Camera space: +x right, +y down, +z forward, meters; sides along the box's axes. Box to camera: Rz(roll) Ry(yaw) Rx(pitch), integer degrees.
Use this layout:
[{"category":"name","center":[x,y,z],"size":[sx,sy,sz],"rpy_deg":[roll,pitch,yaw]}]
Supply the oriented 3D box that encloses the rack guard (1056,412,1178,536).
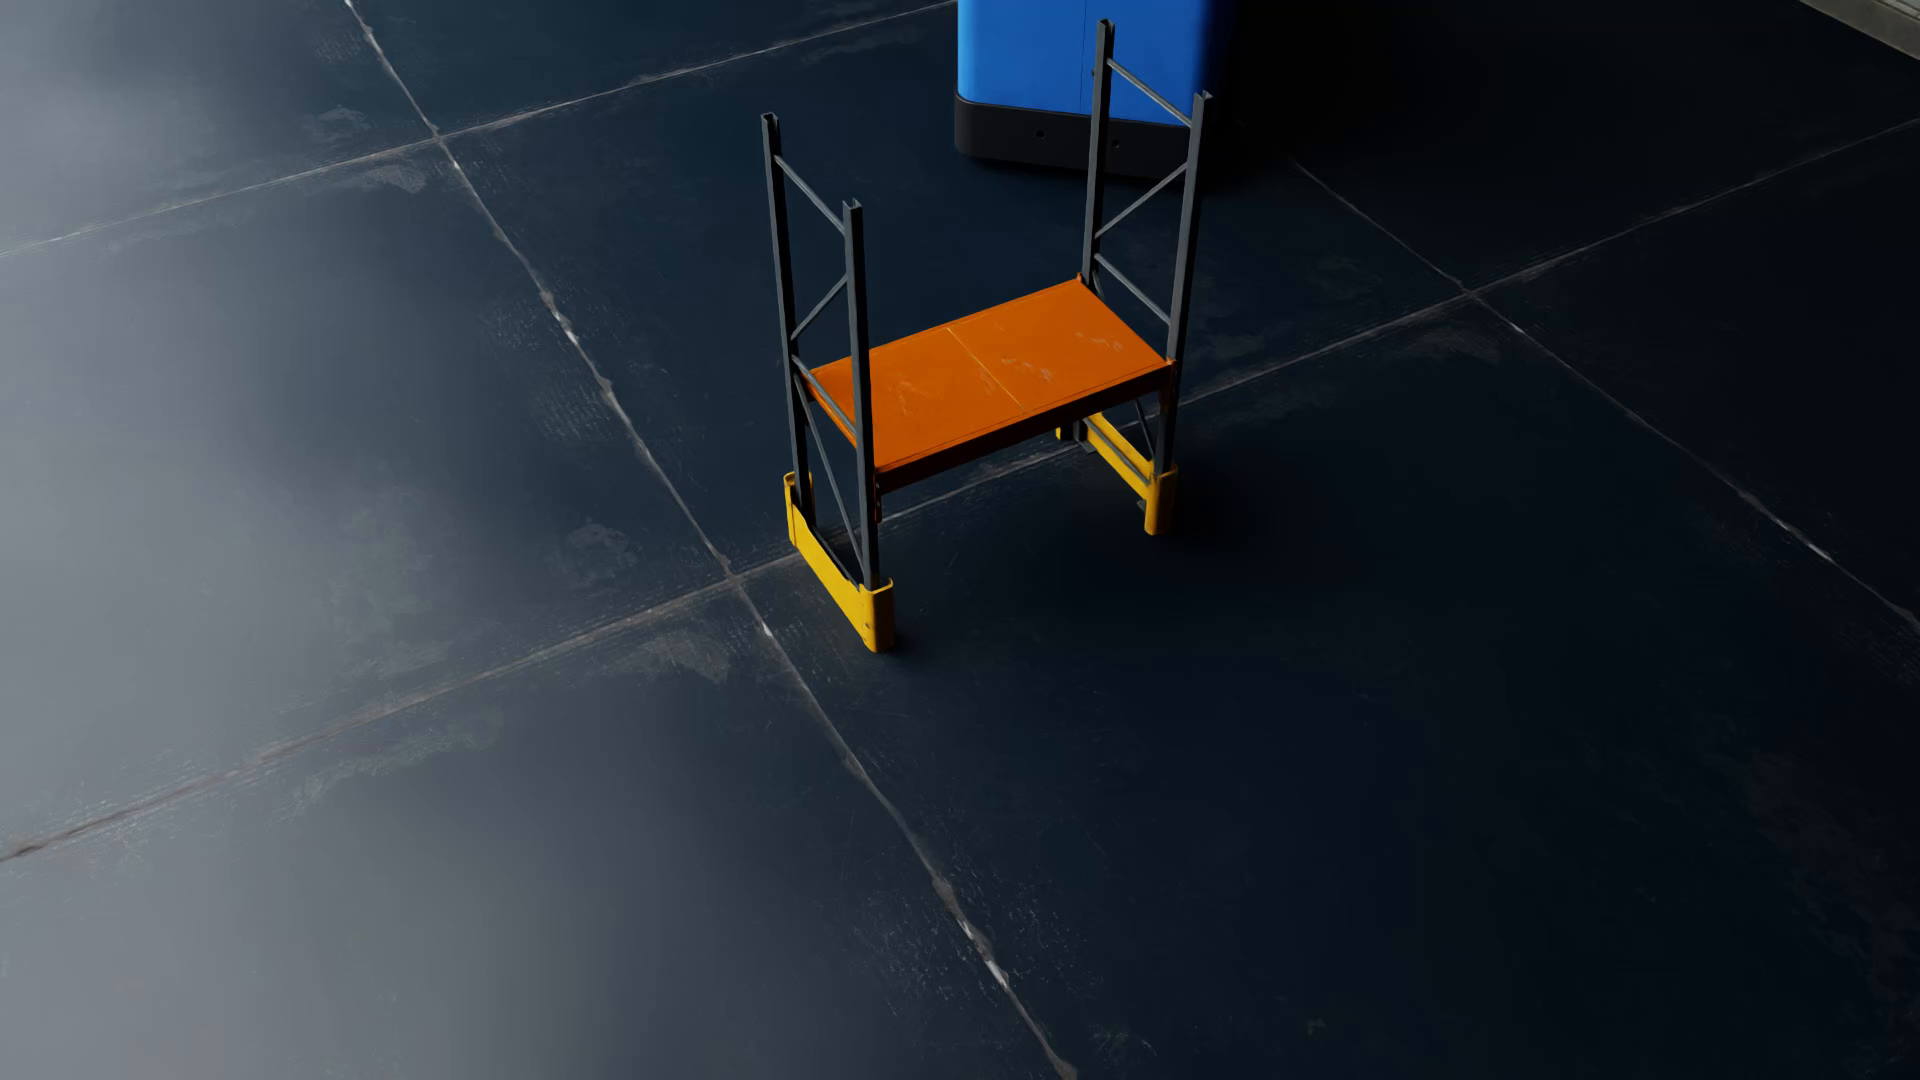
[{"category":"rack guard","center":[0.498,-0.289,5.368],"size":[0.087,0.250,0.587],"rpy_deg":[-22,48,-21]}]

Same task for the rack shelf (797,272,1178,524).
[{"category":"rack shelf","center":[0.074,-0.439,4.883],"size":[1.000,0.185,0.538],"rpy_deg":[-22,48,-21]}]

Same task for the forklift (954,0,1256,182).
[{"category":"forklift","center":[0.803,-3.518,6.770],"size":[1.130,2.935,3.031],"rpy_deg":[9,45,9]}]

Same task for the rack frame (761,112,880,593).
[{"category":"rack frame","center":[-0.367,-0.391,4.576],"size":[0.032,1.500,0.500],"rpy_deg":[-22,48,-21]}]

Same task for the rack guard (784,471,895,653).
[{"category":"rack guard","center":[-0.366,0.057,5.012],"size":[0.087,0.250,0.587],"rpy_deg":[-22,48,-21]}]

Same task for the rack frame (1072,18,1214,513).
[{"category":"rack frame","center":[0.515,-0.744,4.940],"size":[0.032,1.500,0.500],"rpy_deg":[-22,48,-21]}]

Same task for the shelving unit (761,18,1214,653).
[{"category":"shelving unit","center":[0.066,-0.565,4.755],"size":[1.083,1.500,0.587],"rpy_deg":[-22,48,-21]}]
